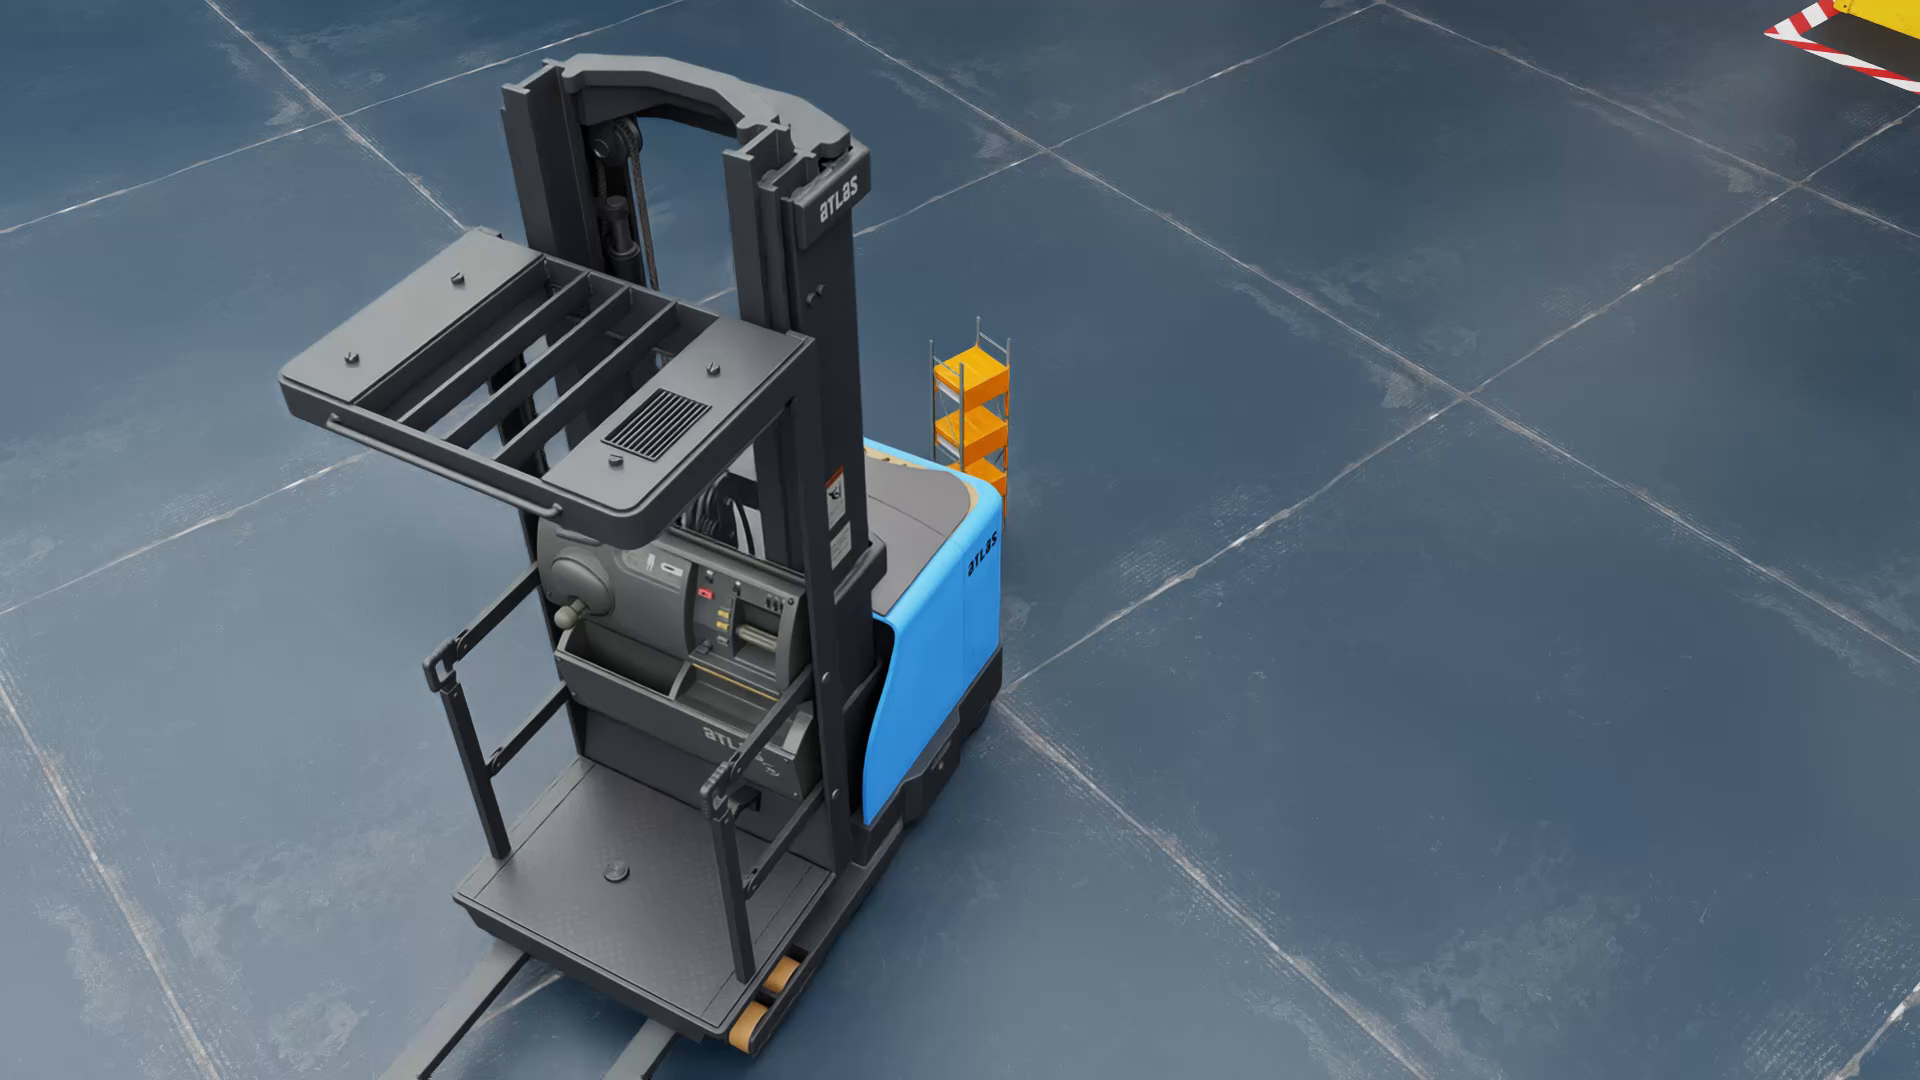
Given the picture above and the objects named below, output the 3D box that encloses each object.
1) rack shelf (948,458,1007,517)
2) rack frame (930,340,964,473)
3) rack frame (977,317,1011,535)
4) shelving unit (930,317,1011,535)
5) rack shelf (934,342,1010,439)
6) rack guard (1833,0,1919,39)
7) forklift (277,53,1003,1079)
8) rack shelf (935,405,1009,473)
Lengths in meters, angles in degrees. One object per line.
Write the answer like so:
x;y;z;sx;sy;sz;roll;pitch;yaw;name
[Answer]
0.041;-0.196;7.113;0.240;0.259;0.215;-30;51;-28;rack shelf
-0.053;-0.353;6.859;0.008;1.050;0.200;-30;51;-28;rack frame
0.135;-0.460;6.973;0.008;1.050;0.200;-30;51;-28;rack frame
0.041;-0.406;6.916;0.252;1.050;0.215;-30;51;-28;shelving unit
0.041;-0.605;6.729;0.240;0.259;0.215;-30;51;-28;rack shelf
6.261;-3.479;10.589;0.348;0.500;1.175;-30;51;-28;rack guard
-0.983;0.251;4.841;1.130;2.935;3.031;20;47;20;forklift
0.041;-0.398;6.923;0.240;0.259;0.215;-30;51;-28;rack shelf
